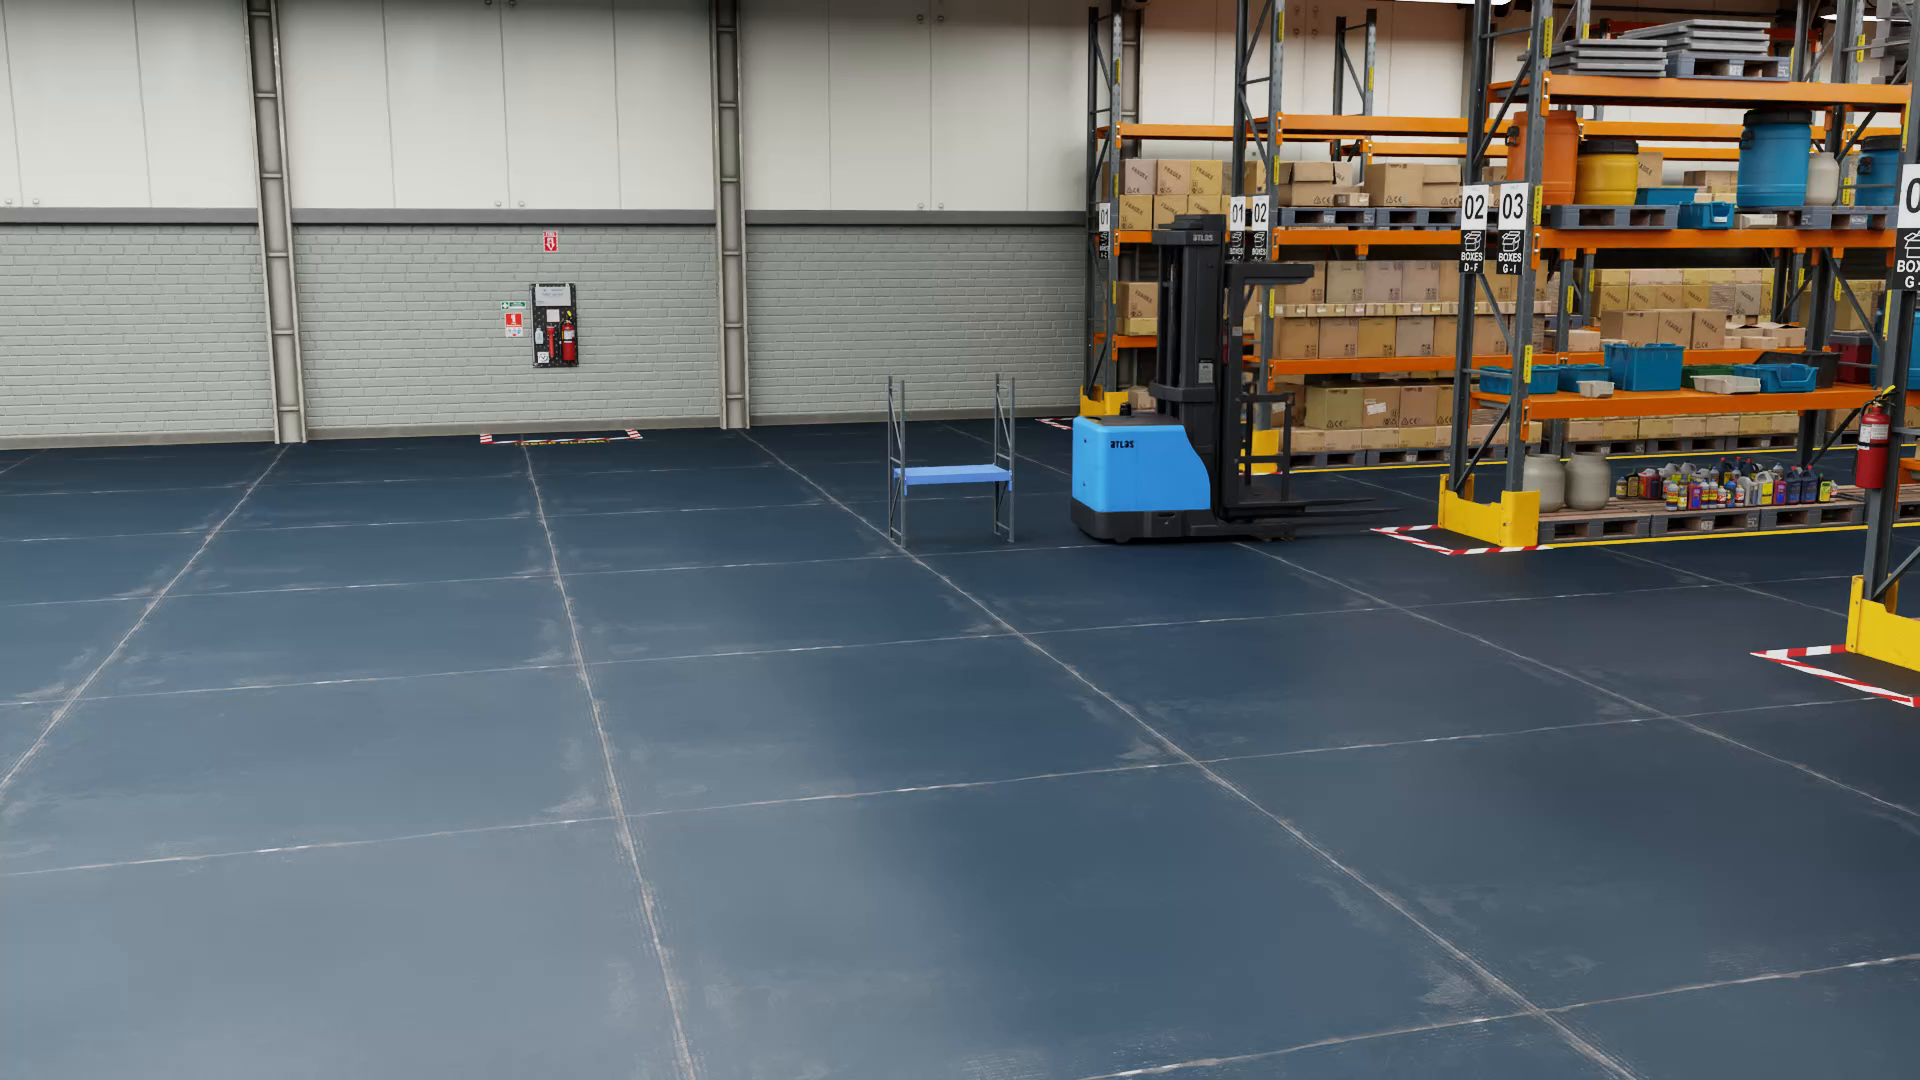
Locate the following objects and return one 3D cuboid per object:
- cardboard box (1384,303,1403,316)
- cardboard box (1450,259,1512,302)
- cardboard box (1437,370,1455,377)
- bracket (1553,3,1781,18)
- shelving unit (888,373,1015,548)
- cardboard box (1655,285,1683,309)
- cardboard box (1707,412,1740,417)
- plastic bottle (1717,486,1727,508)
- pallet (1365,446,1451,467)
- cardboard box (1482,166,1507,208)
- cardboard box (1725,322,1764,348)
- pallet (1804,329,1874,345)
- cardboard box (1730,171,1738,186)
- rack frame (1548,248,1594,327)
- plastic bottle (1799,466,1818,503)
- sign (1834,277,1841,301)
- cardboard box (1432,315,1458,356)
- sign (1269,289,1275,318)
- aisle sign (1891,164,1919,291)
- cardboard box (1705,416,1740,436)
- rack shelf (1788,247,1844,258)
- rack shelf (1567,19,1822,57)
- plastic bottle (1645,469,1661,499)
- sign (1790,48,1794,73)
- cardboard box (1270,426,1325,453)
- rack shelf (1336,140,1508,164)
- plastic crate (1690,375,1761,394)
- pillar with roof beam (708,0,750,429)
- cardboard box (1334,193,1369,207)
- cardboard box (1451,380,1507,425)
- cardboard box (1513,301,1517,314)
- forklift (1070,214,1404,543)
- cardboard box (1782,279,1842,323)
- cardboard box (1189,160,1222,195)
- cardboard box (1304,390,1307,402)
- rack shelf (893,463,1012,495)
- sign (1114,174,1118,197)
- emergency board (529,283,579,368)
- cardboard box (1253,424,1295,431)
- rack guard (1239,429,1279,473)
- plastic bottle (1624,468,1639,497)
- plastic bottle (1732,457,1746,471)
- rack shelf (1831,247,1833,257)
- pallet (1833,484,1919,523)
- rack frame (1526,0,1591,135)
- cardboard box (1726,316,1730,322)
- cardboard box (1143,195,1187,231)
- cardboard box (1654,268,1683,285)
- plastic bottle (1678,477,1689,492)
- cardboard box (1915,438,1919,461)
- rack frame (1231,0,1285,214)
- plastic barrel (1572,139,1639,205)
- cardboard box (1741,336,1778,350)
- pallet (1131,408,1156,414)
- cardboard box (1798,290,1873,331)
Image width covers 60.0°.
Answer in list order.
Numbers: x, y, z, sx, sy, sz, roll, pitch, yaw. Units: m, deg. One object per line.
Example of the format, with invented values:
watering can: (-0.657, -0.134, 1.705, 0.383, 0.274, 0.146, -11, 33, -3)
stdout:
cardboard box: (5.125, -2.781, 20.006, 0.250, 0.149, 0.380, -3, 11, -17)
cardboard box: (6.383, -3.205, 20.518, 0.500, 0.500, 0.700, -3, 11, -16)
cardboard box: (7.590, -2.509, 26.285, 0.500, 0.500, 0.700, -3, 11, -15)
bracket: (11.227, -8.526, 26.766, 4.783, 0.066, 0.076, -3, 11, -16)
shelving unit: (-0.082, -0.733, 15.091, 1.048, 1.500, 0.538, -3, 11, -16)
cardboard box: (11.265, -3.866, 26.813, 0.500, 0.500, 0.500, -3, 11, -16)
cardboard box: (9.716, -1.778, 21.510, 0.500, 0.311, 0.500, -3, 11, -16)
plastic bottle: (7.181, -0.409, 15.701, 0.097, 0.201, 0.097, 0, 10, 0)
pallet: (5.344, -1.101, 20.647, 1.213, 0.211, 1.003, -3, 11, -16)
cardboard box: (6.735, -4.388, 20.692, 0.500, 0.500, 0.500, -2, 11, -11)
cardboard box: (10.220, -2.715, 21.957, 0.500, 0.311, 0.500, -3, 11, -17)
pallet: (11.764, -2.722, 22.282, 1.003, 0.211, 1.213, -3, 11, -16)
cardboard box: (12.704, -5.921, 27.282, 0.500, 0.250, 0.500, -2, 11, -12)
rack frame: (9.745, -3.631, 26.689, 0.127, 3.000, 1.000, -3, 11, -16)
plastic bottle: (8.136, -0.537, 15.985, 0.185, 0.351, 0.144, -3, 11, -17)
sign: (11.291, -3.243, 21.384, 0.005, 0.325, 0.100, -3, 11, -16)
cardboard box: (5.881, -2.541, 20.490, 0.500, 0.500, 0.700, -3, 11, -15)
sign: (3.601, -2.733, 19.202, 0.005, 0.325, 0.100, -3, 11, -16)
aisle sign: (6.074, -1.970, 10.488, 0.004, 0.787, 0.394, -3, 11, -16)
cardboard box: (9.719, -1.504, 21.568, 0.500, 0.250, 0.500, -3, 11, -15)
rack shelf: (13.053, -3.993, 22.355, 4.000, 0.370, 1.077, -3, 11, -16)
rack shelf: (11.665, -7.963, 26.459, 4.000, 0.370, 1.077, -3, 11, -16)
plastic bottle: (6.754, -0.543, 16.202, 0.133, 0.283, 0.061, -3, 11, -16)
sign: (10.972, -6.313, 21.887, 0.005, 0.325, 0.100, -3, 11, -16)
cardboard box: (4.029, -1.208, 19.961, 0.500, 0.250, 0.500, -3, 11, -16)
rack shelf: (7.825, -5.930, 25.697, 4.000, 0.370, 1.077, -3, 11, -16)
plastic crate: (7.185, -1.450, 15.572, 0.437, 0.136, 0.530, -3, 11, -16)
pillar with roof beam: (-2.063, -5.310, 19.241, 0.400, 9.000, 9.100, -3, 11, -16)
cardboard box: (4.631, -4.021, 19.670, 0.250, 0.149, 0.380, -3, 11, -16)
cardboard box: (6.425, -1.706, 20.595, 0.500, 0.500, 0.500, -3, 11, -16)
cardboard box: (6.853, -2.873, 20.502, 0.250, 0.149, 0.380, -3, 11, -17)
forklift: (2.619, -1.521, 15.418, 3.031, 2.935, 1.130, -2, 11, -10)
cardboard box: (14.111, -4.006, 27.895, 0.700, 0.700, 0.980, -3, 11, -15)
cardboard box: (3.486, -5.274, 24.235, 0.500, 0.500, 0.500, -3, 11, -14)
cardboard box: (5.399, -2.219, 25.630, 0.250, 0.166, 0.380, -5, 11, -23)
rack shelf: (-0.082, -0.556, 15.123, 1.000, 0.185, 0.538, -3, 11, -16)
sign: (2.216, -5.037, 23.626, 0.005, 0.325, 0.100, -3, 11, -16)
emergency board: (-5.650, -2.990, 23.206, 0.643, 1.169, 0.194, -3, 11, -16)
cardboard box: (3.884, -1.298, 20.450, 0.500, 0.250, 0.500, -3, 11, -16)
rack guard: (3.429, -1.135, 20.033, 0.348, 0.500, 1.175, -3, 11, -16)
plastic bottle: (6.581, -0.563, 16.309, 0.133, 0.283, 0.061, -3, 11, -15)
plastic bottle: (7.782, -0.651, 16.604, 0.185, 0.351, 0.144, -3, 11, -14)
rack shelf: (10.594, -2.929, 16.577, 4.000, 0.370, 1.077, -3, 11, -16)
pallet: (9.417, -0.381, 16.739, 1.213, 0.211, 1.003, -3, 11, -16)
rack frame: (7.293, -5.518, 20.369, 0.127, 3.000, 1.000, -3, 11, -16)
cardboard box: (12.353, -3.607, 27.196, 0.250, 0.149, 0.380, -3, 11, -16)
cardboard box: (2.980, -4.755, 24.177, 0.500, 0.500, 0.500, -2, 11, -12)
cardboard box: (11.248, -4.237, 26.754, 0.500, 0.250, 0.500, -3, 11, -16)
plastic bottle: (7.090, -0.519, 16.296, 0.097, 0.201, 0.097, 0, 10, 0)
cardboard box: (6.433, -0.570, 10.754, 0.250, 0.149, 0.380, -3, 11, -16)
rack frame: (3.452, -5.316, 19.270, 0.127, 3.000, 1.000, -3, 11, -16)
plastic barrel: (5.892, -3.358, 15.241, 0.600, 0.588, 0.600, 0, 10, 0)
cardboard box: (10.347, -2.553, 21.527, 0.250, 0.149, 0.380, -3, 11, -16)
pallet: (2.927, -1.894, 24.953, 1.213, 0.211, 1.003, -3, 11, -16)
cardboard box: (11.706, -3.077, 22.244, 0.500, 0.500, 0.700, -7, 13, -35)
